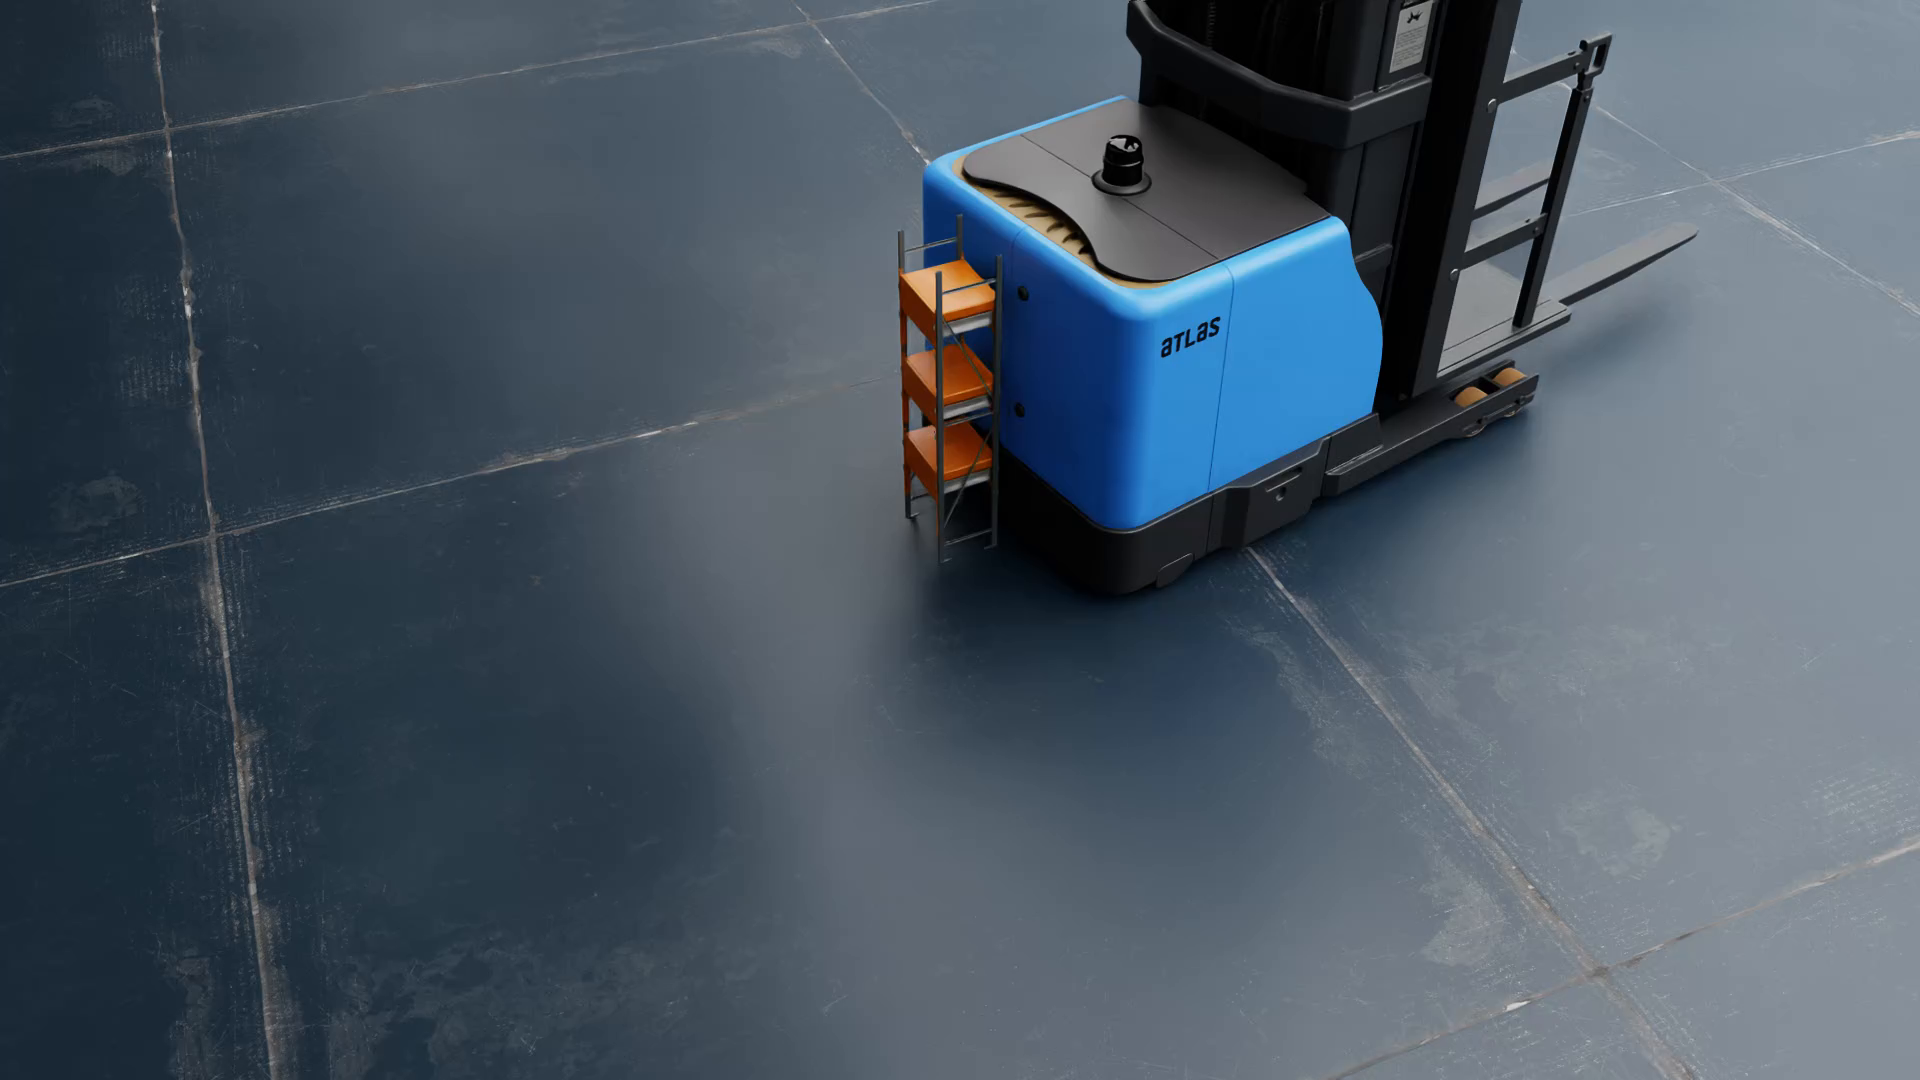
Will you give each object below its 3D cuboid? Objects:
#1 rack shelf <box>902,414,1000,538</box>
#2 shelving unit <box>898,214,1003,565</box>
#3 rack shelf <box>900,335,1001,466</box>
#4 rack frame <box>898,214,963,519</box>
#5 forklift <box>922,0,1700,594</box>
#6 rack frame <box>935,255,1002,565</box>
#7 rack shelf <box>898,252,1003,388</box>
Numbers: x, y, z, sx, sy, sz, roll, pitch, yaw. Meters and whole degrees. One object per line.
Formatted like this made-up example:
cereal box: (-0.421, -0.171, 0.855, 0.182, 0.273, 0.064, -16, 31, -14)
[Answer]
rack shelf: (-0.029, -0.205, 5.125, 0.215, 0.259, 0.240, -18, 44, -20)
shelving unit: (-0.029, -0.424, 4.937, 0.215, 1.050, 0.252, -18, 44, -20)
rack shelf: (-0.029, -0.416, 4.944, 0.215, 0.259, 0.240, -18, 44, -20)
rack frame: (-0.083, -0.495, 5.020, 0.200, 1.050, 0.008, -18, 44, -20)
forklift: (1.368, -1.719, 5.001, 3.031, 2.935, 1.130, -25, 47, -26)
rack frame: (0.025, -0.352, 4.854, 0.200, 1.050, 0.008, -18, 44, -20)
rack shelf: (-0.029, -0.631, 4.759, 0.215, 0.259, 0.240, -18, 44, -20)
